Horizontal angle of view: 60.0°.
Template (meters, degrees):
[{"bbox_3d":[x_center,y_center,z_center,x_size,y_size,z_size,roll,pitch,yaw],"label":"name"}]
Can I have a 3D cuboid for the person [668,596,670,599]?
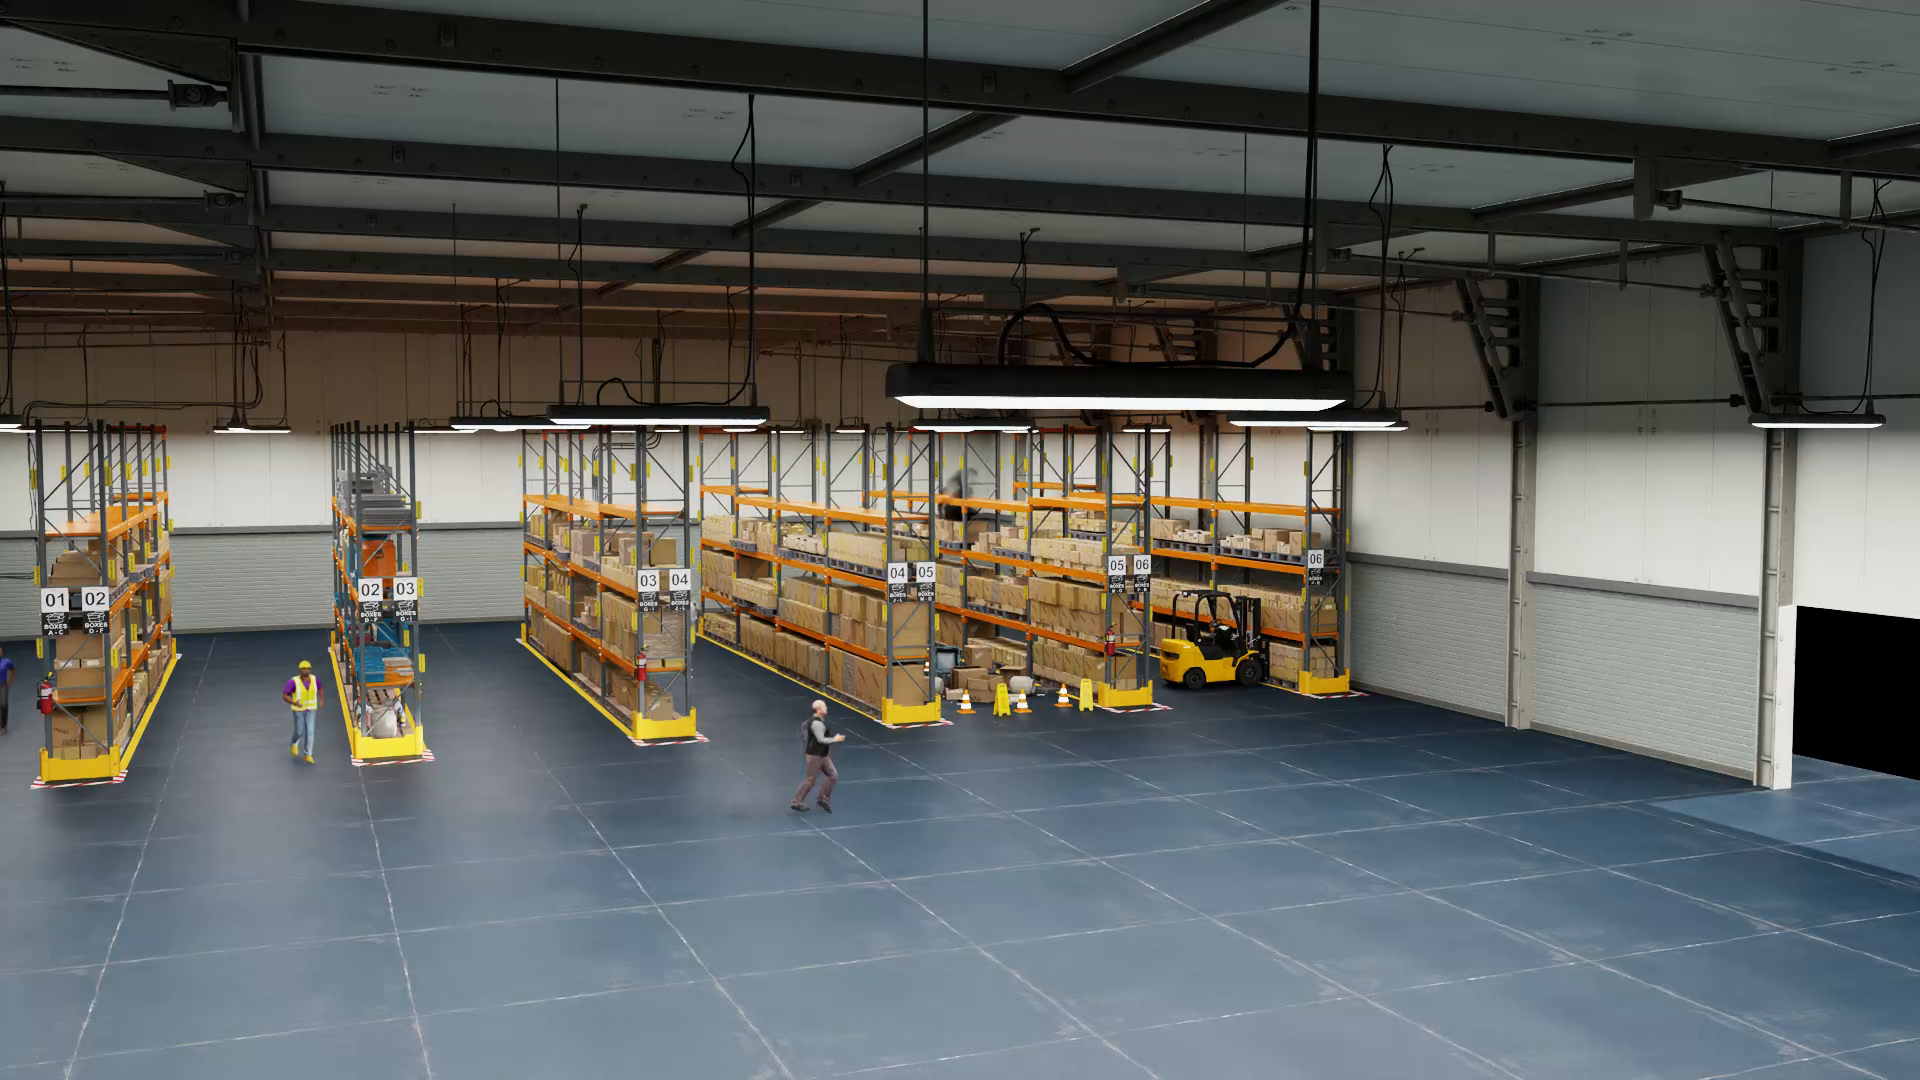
[{"bbox_3d":[-7.667,2.045,45.081,0.555,1.682,0.905,-1,4,-21],"label":"person"}]

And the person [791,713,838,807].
[{"bbox_3d":[-2.204,3.308,25.121,0.711,1.405,0.620,0,4,-1],"label":"person"}]

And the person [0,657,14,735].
[{"bbox_3d":[-18.525,3.001,32.037,0.524,1.506,0.630,-2,4,-26],"label":"person"}]

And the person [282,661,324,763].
[{"bbox_3d":[-11.593,3.012,29.395,0.727,1.772,0.824,-3,4,-37],"label":"person"}]

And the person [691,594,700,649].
[{"bbox_3d":[-7.133,2.133,44.050,0.572,1.540,0.523,-2,4,-23],"label":"person"}]
